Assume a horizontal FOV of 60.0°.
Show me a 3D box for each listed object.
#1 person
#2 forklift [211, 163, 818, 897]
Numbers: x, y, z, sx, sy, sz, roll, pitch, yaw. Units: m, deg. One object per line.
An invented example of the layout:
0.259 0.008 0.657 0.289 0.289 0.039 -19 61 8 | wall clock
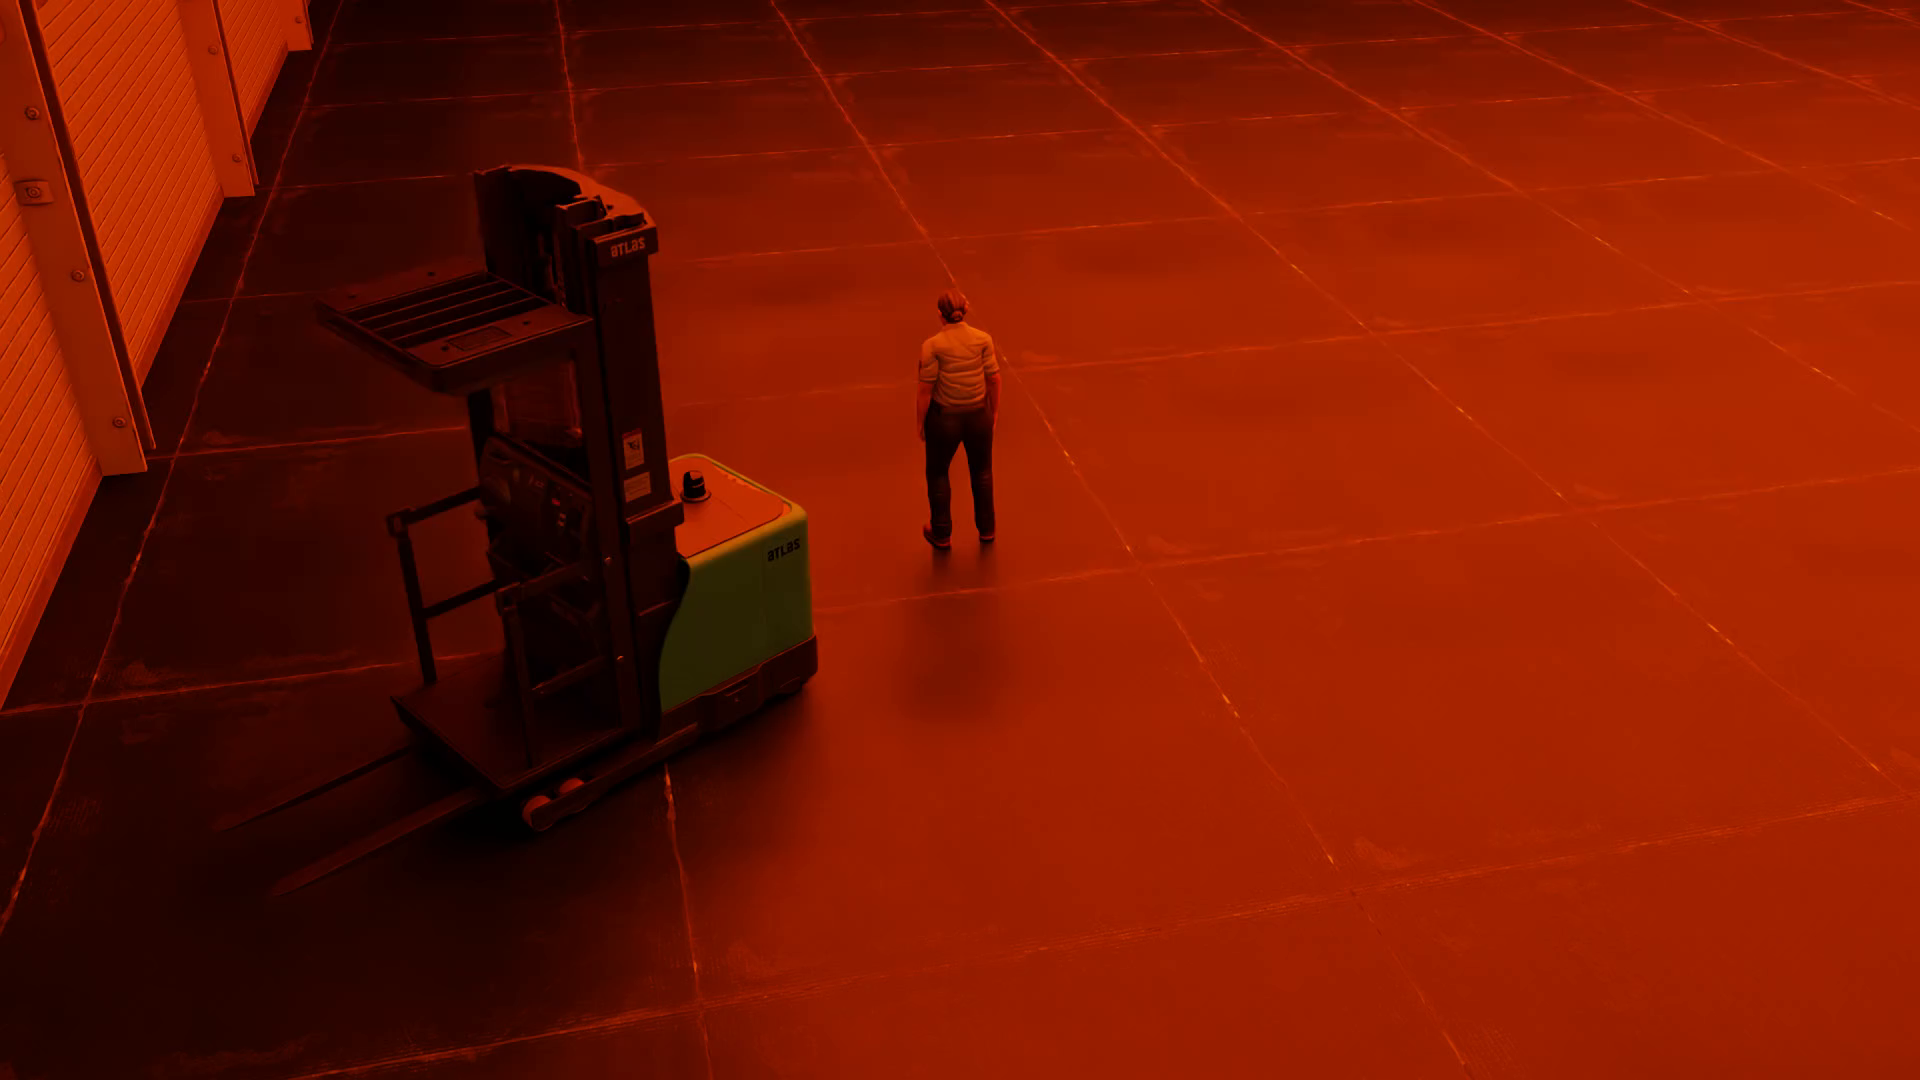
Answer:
-0.005 -0.728 10.112 0.546 1.651 0.373 -8 31 -13 | person
-2.182 -0.152 7.838 3.031 2.935 1.130 -26 39 -37 | forklift
